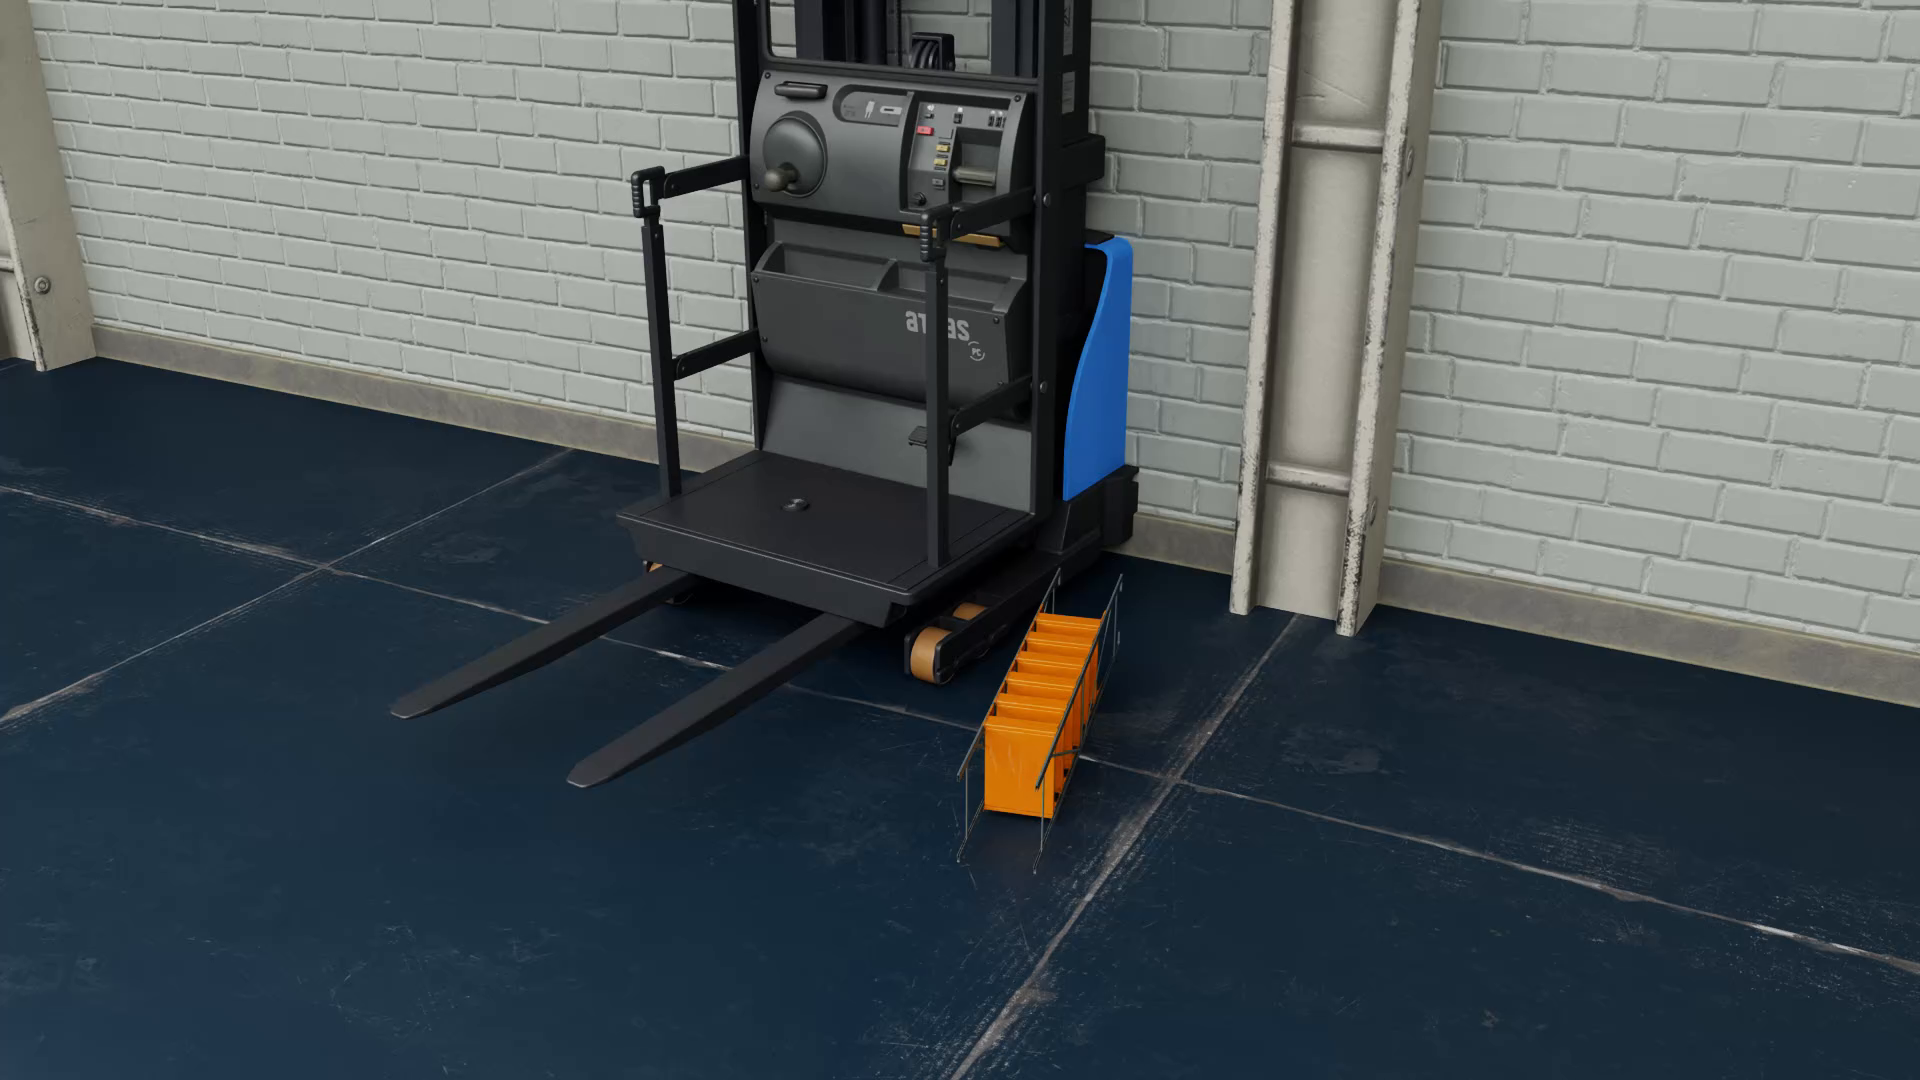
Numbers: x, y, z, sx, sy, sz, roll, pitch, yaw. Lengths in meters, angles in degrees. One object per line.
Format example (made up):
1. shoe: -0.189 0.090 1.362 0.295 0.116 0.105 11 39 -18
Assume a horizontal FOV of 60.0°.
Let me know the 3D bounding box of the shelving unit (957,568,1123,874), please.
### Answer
1. shelving unit: 0.233 0.428 4.368 0.189 0.258 1.200 6 24 13

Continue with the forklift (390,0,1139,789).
1. forklift: -0.337 -1.142 4.690 1.130 2.935 3.031 14 27 30

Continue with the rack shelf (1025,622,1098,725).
1. rack shelf: 0.274 0.365 4.515 0.180 0.258 0.103 6 24 13

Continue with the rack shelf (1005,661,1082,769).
1. rack shelf: 0.214 0.456 4.301 0.180 0.258 0.103 6 24 13

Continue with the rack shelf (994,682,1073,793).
1. rack shelf: 0.185 0.502 4.194 0.180 0.258 0.103 6 24 13

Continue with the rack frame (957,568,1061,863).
1. rack frame: 0.145 0.419 4.389 0.006 0.240 1.200 6 24 13

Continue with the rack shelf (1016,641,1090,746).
1. rack shelf: 0.244 0.411 4.408 0.180 0.258 0.103 6 24 13

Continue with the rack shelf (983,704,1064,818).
1. rack shelf: 0.155 0.547 4.087 0.180 0.258 0.103 6 24 13

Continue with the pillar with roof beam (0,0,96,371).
1. pillar with roof beam: -6.207 -3.491 2.459 0.400 9.000 9.100 11 25 25

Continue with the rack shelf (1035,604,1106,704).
1. rack shelf: 0.304 0.320 4.622 0.180 0.258 0.103 6 24 13

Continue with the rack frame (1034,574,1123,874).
1. rack frame: 0.322 0.436 4.348 0.006 0.240 1.200 6 24 13
